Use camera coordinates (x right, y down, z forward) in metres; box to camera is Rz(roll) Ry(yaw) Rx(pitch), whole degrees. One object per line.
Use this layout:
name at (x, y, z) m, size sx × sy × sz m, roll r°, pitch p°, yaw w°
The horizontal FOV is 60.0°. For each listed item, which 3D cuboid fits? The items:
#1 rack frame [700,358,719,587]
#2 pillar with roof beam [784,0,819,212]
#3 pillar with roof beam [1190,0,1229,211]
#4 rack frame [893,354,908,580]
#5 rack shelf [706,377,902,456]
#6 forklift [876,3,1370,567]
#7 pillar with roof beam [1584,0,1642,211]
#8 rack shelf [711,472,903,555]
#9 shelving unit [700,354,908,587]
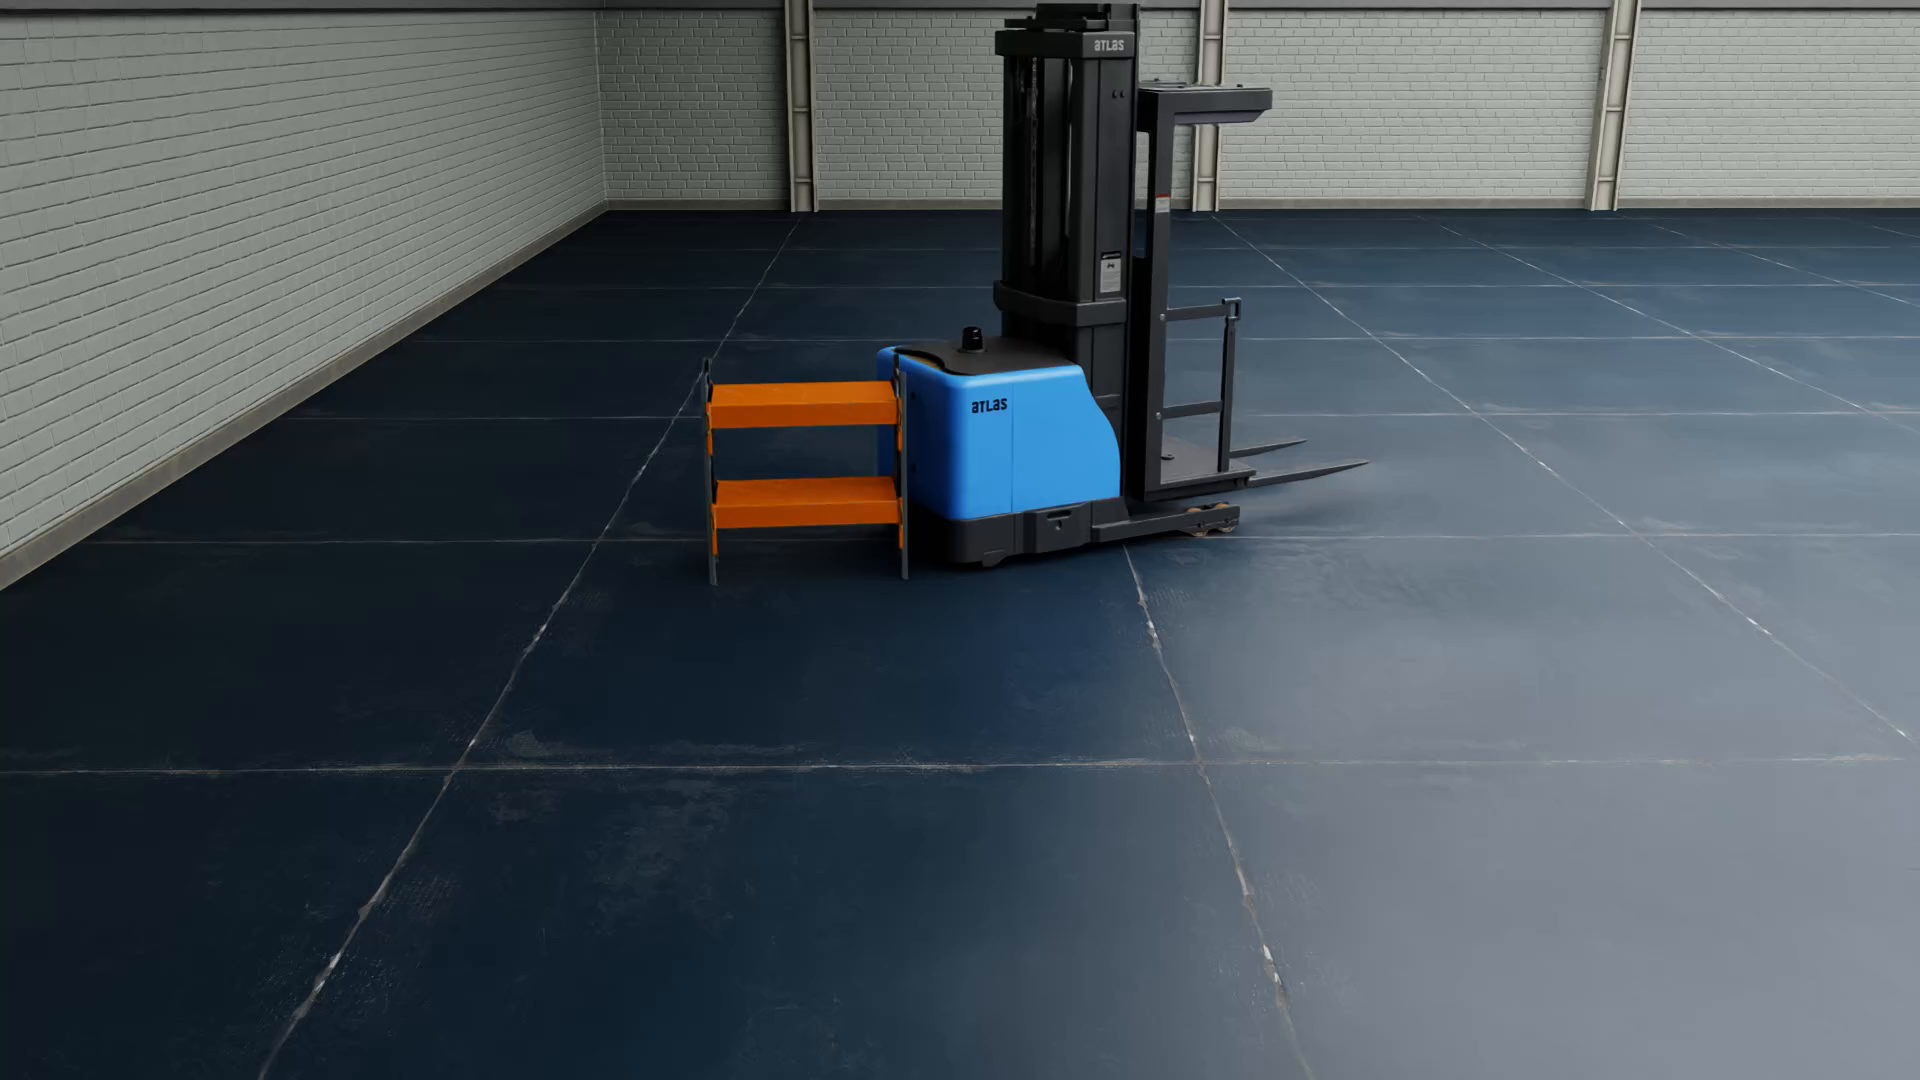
rack frame at (-1.332, -0.365, 8.845) m, size 0.032 × 1.125 × 0.500 m, roll -2°, pitch 18°, yaw -6°
pillar with roof beam at (-2.259, -7.910, 19.473) m, size 0.400 × 9.000 × 9.100 m, roll 0°, pitch 18°, yaw -1°
pillar with roof beam at (3.740, -7.939, 19.563) m, size 0.400 × 9.000 × 9.100 m, roll 0°, pitch 18°, yaw -1°
rack frame at (-0.322, -0.399, 8.950) m, size 0.032 × 1.125 × 0.500 m, roll -2°, pitch 18°, yaw -6°
rack shelf at (-0.827, -0.661, 8.808) m, size 1.000 × 0.278 × 0.538 m, roll -2°, pitch 18°, yaw -6°
forklift at (1.055, -1.546, 9.569) m, size 3.031 × 2.935 × 1.130 m, roll -9°, pitch 20°, yaw -26°
pillar with roof beam at (9.739, -7.968, 19.654) m, size 0.400 × 9.000 × 9.100 m, roll 0°, pitch 18°, yaw -1°
rack shelf at (-0.827, -0.149, 8.972) m, size 1.000 × 0.278 × 0.538 m, roll -2°, pitch 18°, yaw -6°
shelving unit at (-0.827, -0.382, 8.898) m, size 1.048 × 1.125 × 0.538 m, roll -2°, pitch 18°, yaw -6°
